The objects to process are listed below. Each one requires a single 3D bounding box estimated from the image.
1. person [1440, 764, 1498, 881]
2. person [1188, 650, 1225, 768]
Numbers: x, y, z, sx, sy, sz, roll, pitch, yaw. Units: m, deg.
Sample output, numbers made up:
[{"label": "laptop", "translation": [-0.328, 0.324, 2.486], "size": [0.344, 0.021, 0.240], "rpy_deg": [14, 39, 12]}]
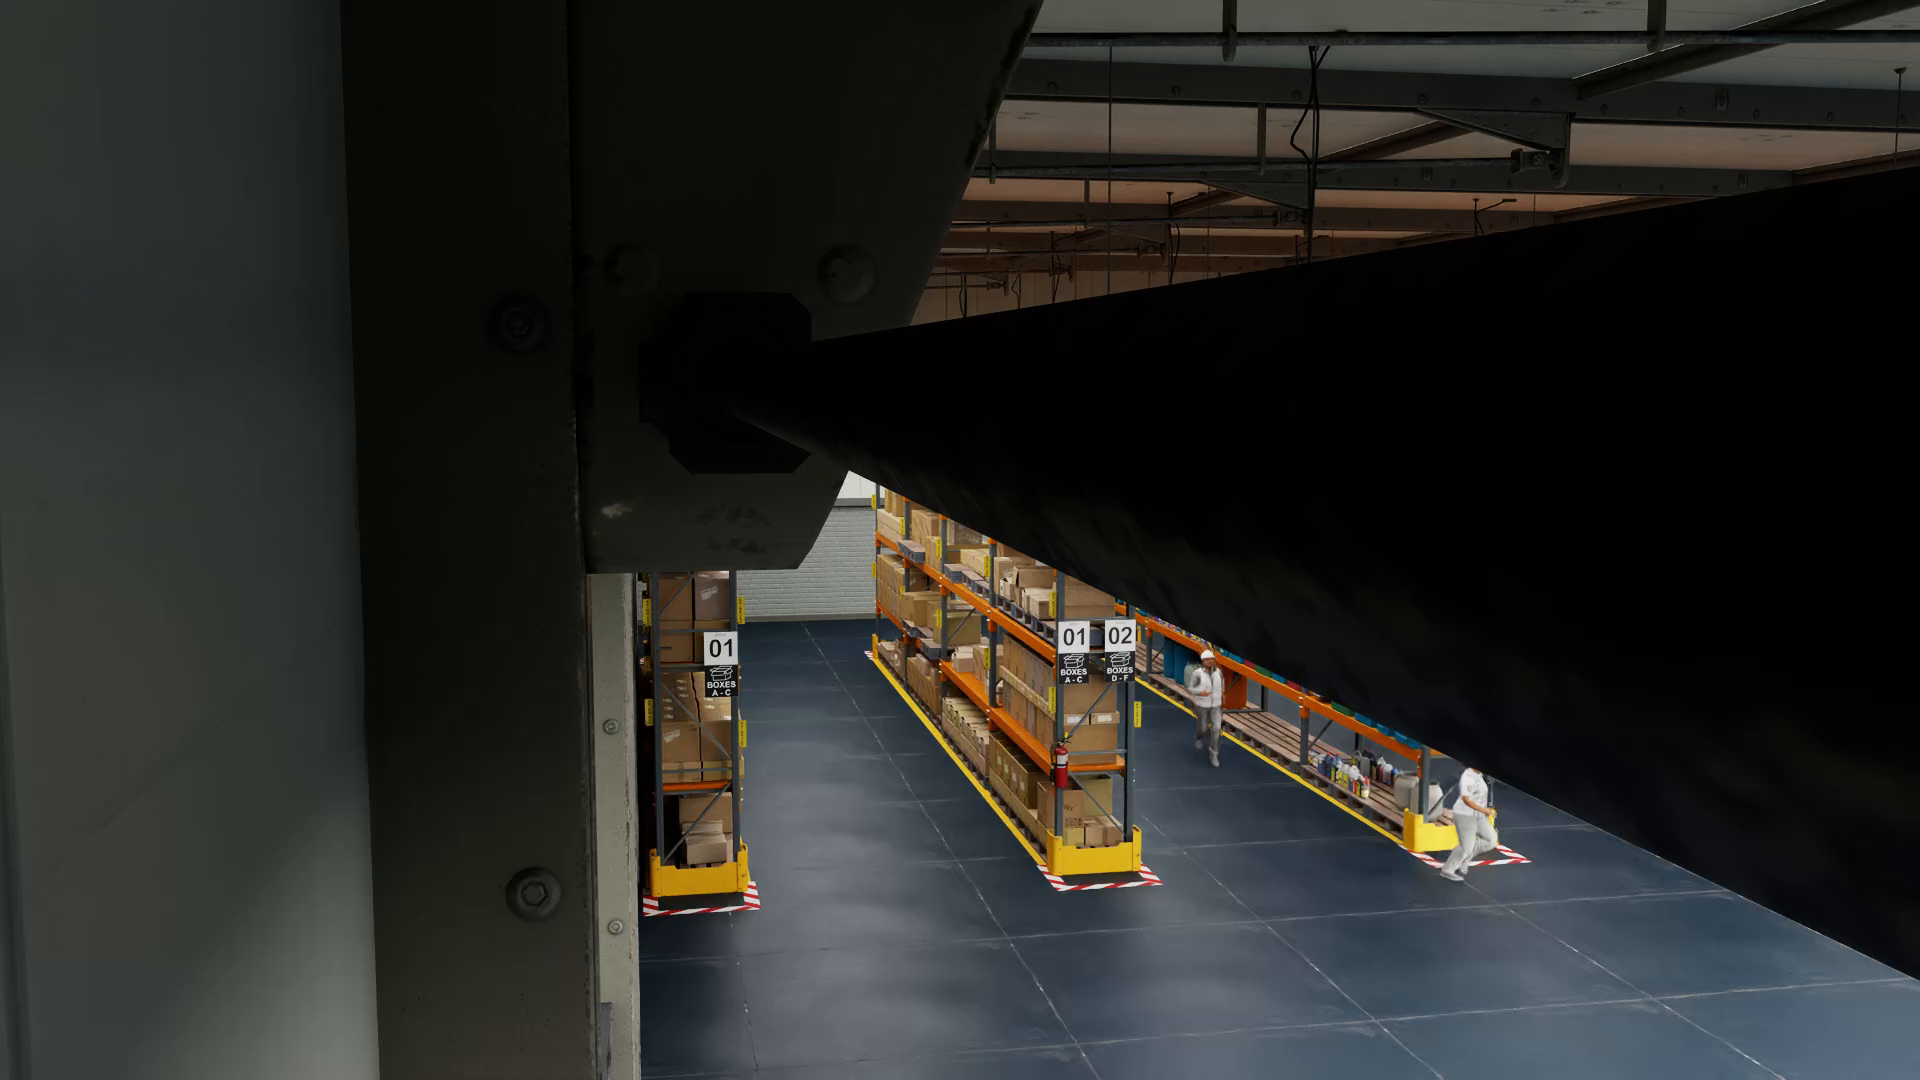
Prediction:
[{"label": "person", "translation": [6.347, 3.404, 20.622], "size": [0.630, 1.603, 0.641], "rpy_deg": [4, 7, 33]}, {"label": "person", "translation": [3.963, 2.663, 26.657], "size": [0.690, 1.816, 0.922], "rpy_deg": [-1, 6, -13]}]
